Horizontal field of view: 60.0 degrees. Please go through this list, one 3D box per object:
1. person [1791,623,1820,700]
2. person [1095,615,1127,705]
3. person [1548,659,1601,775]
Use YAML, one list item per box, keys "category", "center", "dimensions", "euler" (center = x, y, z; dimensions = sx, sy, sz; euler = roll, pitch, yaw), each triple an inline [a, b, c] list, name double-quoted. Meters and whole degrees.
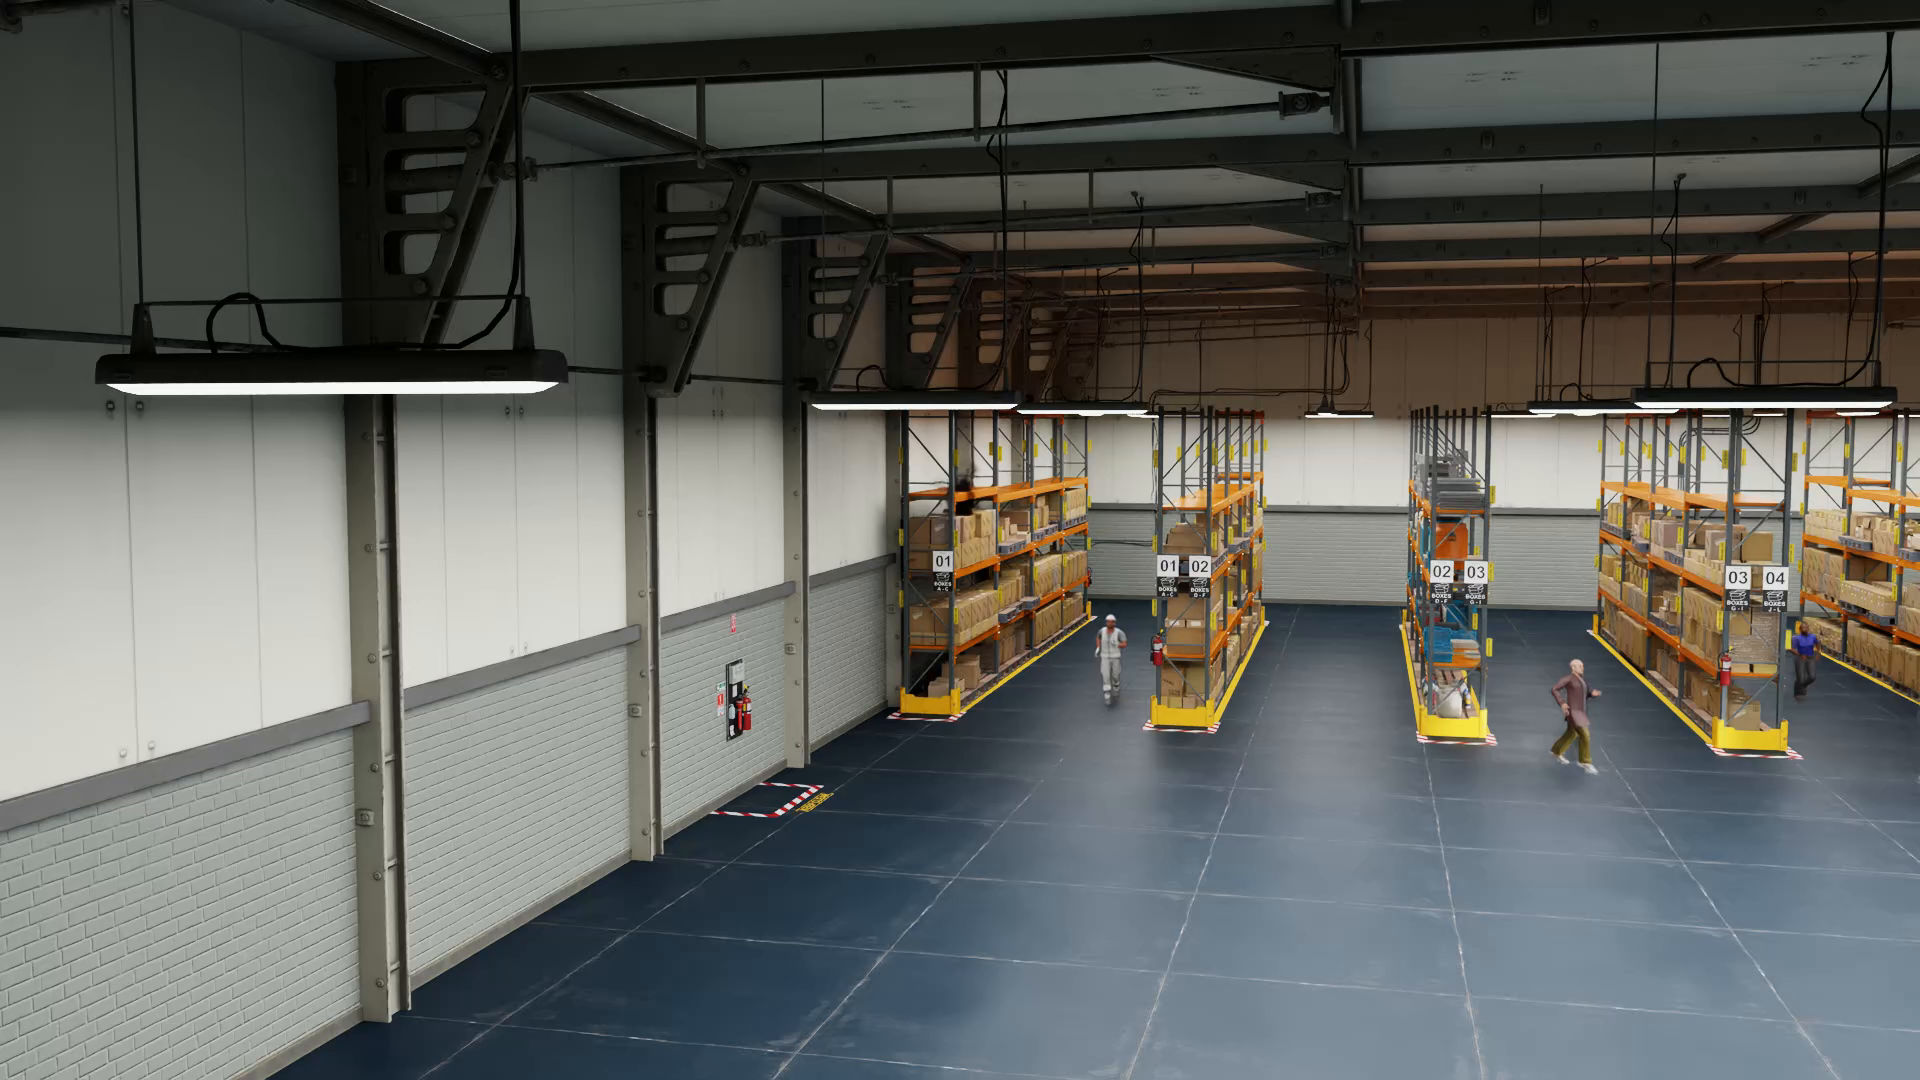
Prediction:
- category: "person"
  center: [17.254, 2.489, 33.907]
  dimensions: [0.607, 1.612, 0.669]
  euler: [1, 4, 10]
- category: "person"
  center: [3.043, 2.387, 33.543]
  dimensions: [0.662, 1.777, 0.969]
  euler: [1, 4, 13]
- category: "person"
  center: [10.073, 2.866, 27.248]
  dimensions: [0.921, 1.830, 0.680]
  euler: [4, 6, 43]
